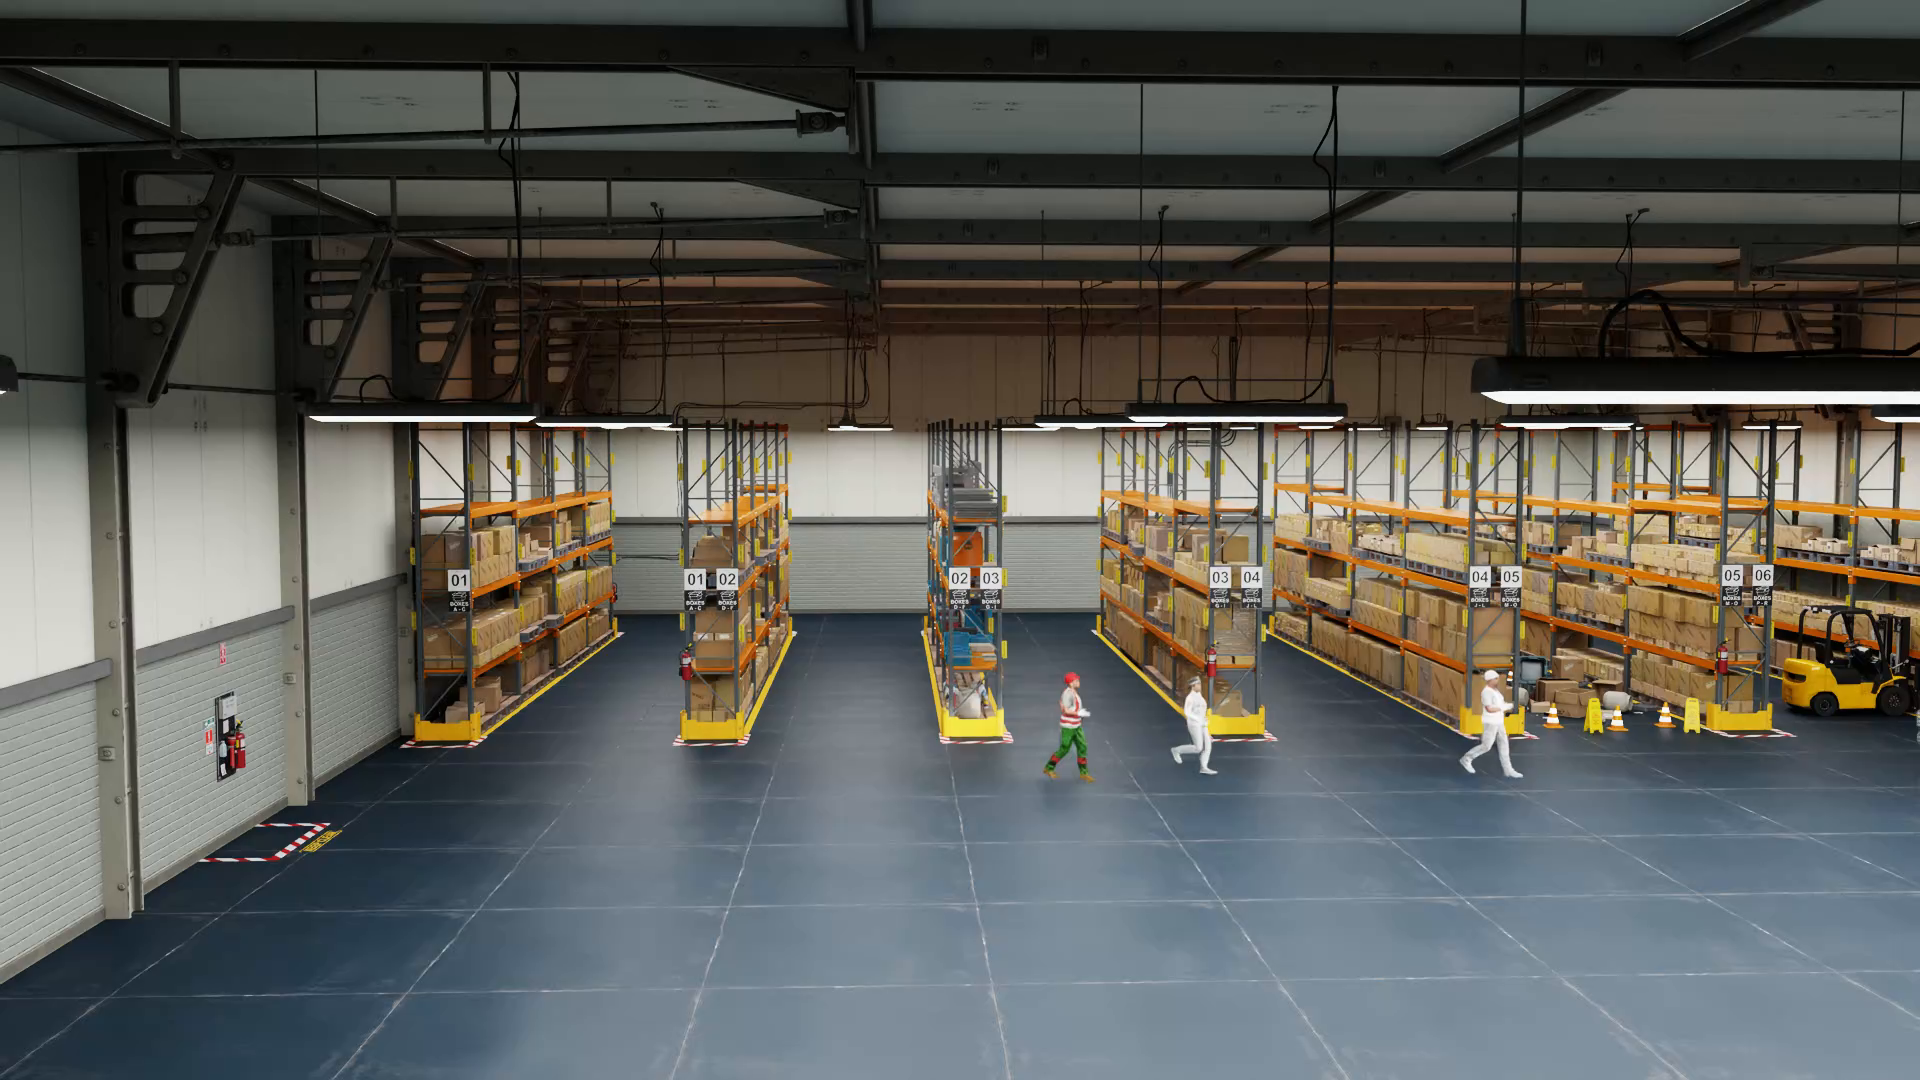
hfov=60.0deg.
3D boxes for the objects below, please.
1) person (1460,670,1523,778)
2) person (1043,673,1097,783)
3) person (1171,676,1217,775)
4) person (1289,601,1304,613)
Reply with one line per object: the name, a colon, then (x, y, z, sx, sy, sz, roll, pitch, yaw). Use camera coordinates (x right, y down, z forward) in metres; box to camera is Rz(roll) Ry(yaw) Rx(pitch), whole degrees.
person: (8.825, 3.035, 27.564, 1.002, 1.760, 0.693, 2, 4, 33)
person: (1.794, 3.075, 27.243, 0.892, 1.812, 0.640, 1, 4, 21)
person: (3.970, 3.106, 28.024, 0.773, 1.657, 0.629, 2, 4, 29)
person: (9.946, 1.700, 49.030, 0.815, 1.754, 0.716, 1, 4, 20)
